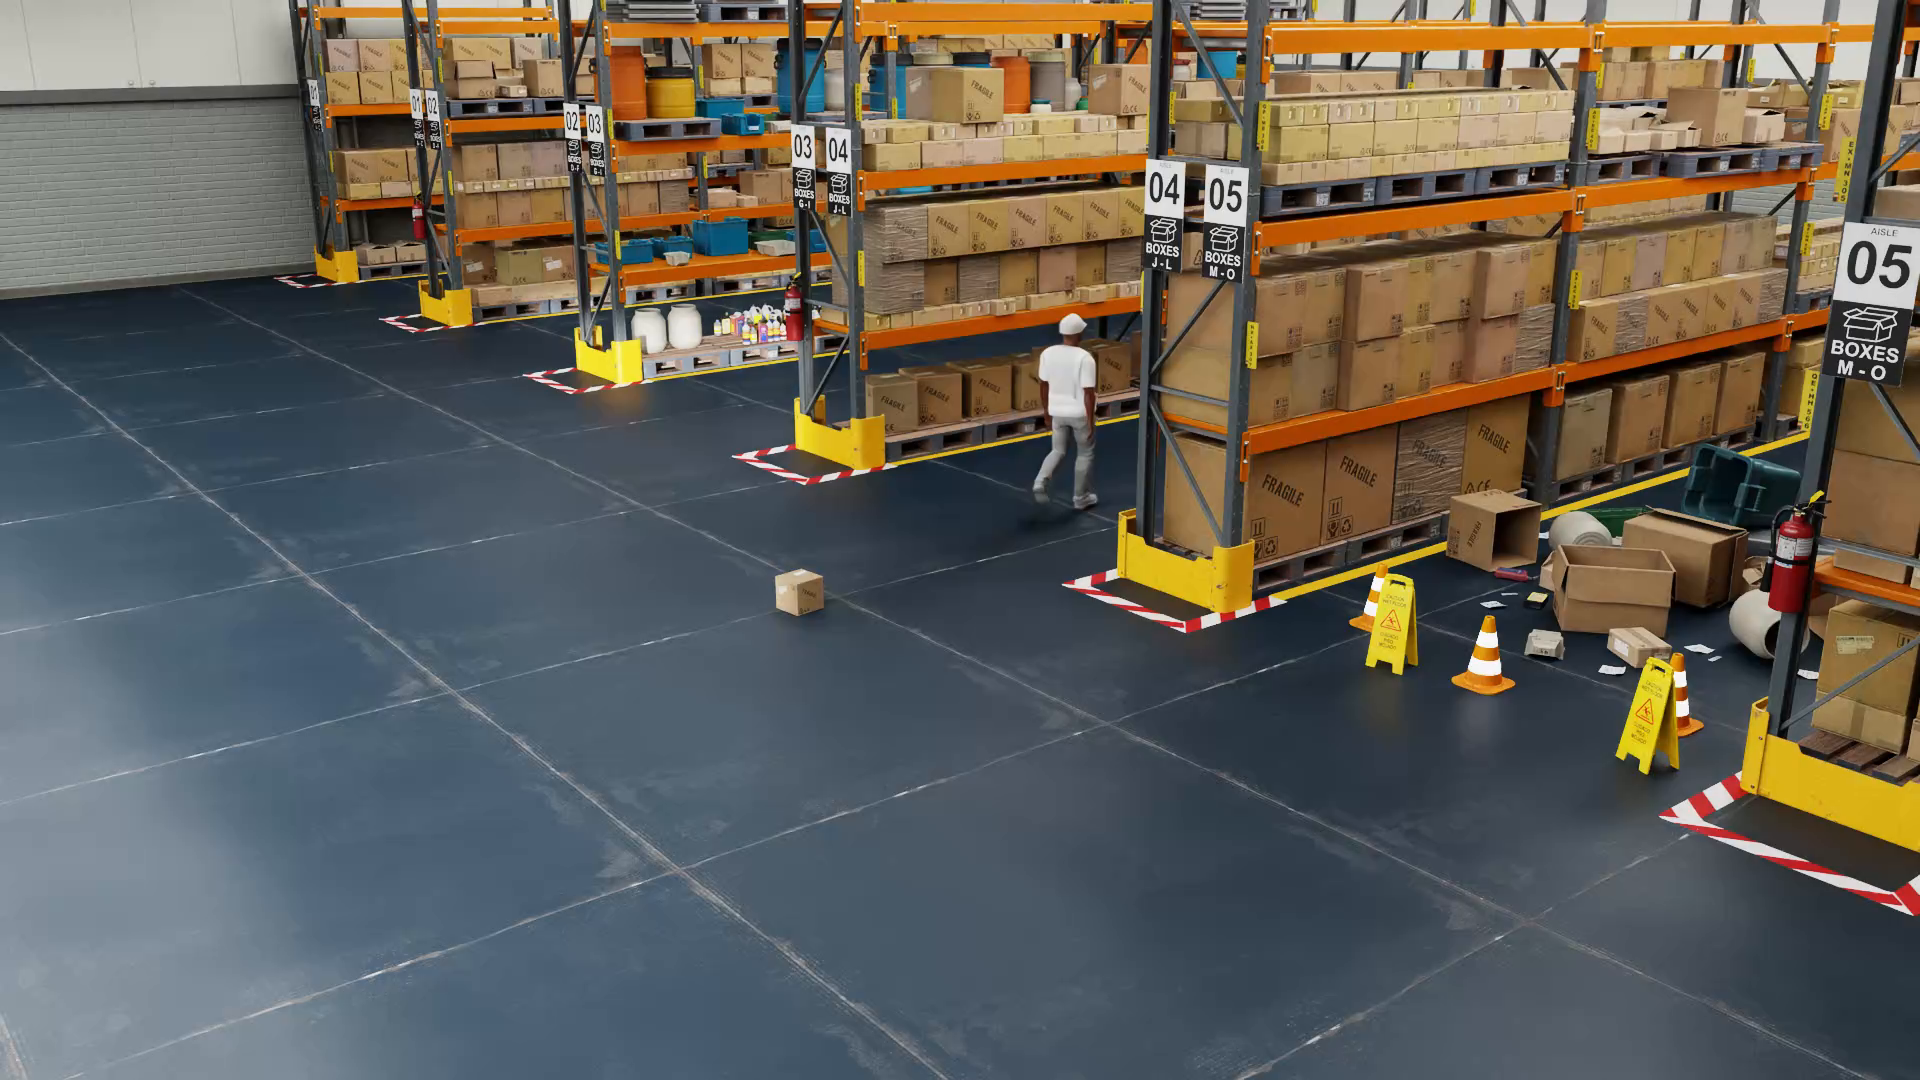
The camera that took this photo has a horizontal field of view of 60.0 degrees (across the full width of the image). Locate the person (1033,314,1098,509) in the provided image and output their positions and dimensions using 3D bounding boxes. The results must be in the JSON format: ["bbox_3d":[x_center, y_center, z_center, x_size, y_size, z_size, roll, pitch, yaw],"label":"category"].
[{"bbox_3d":[0.935,-1.097,14.445,0.568,1.747,0.777,11,21,31],"label":"person"}]
